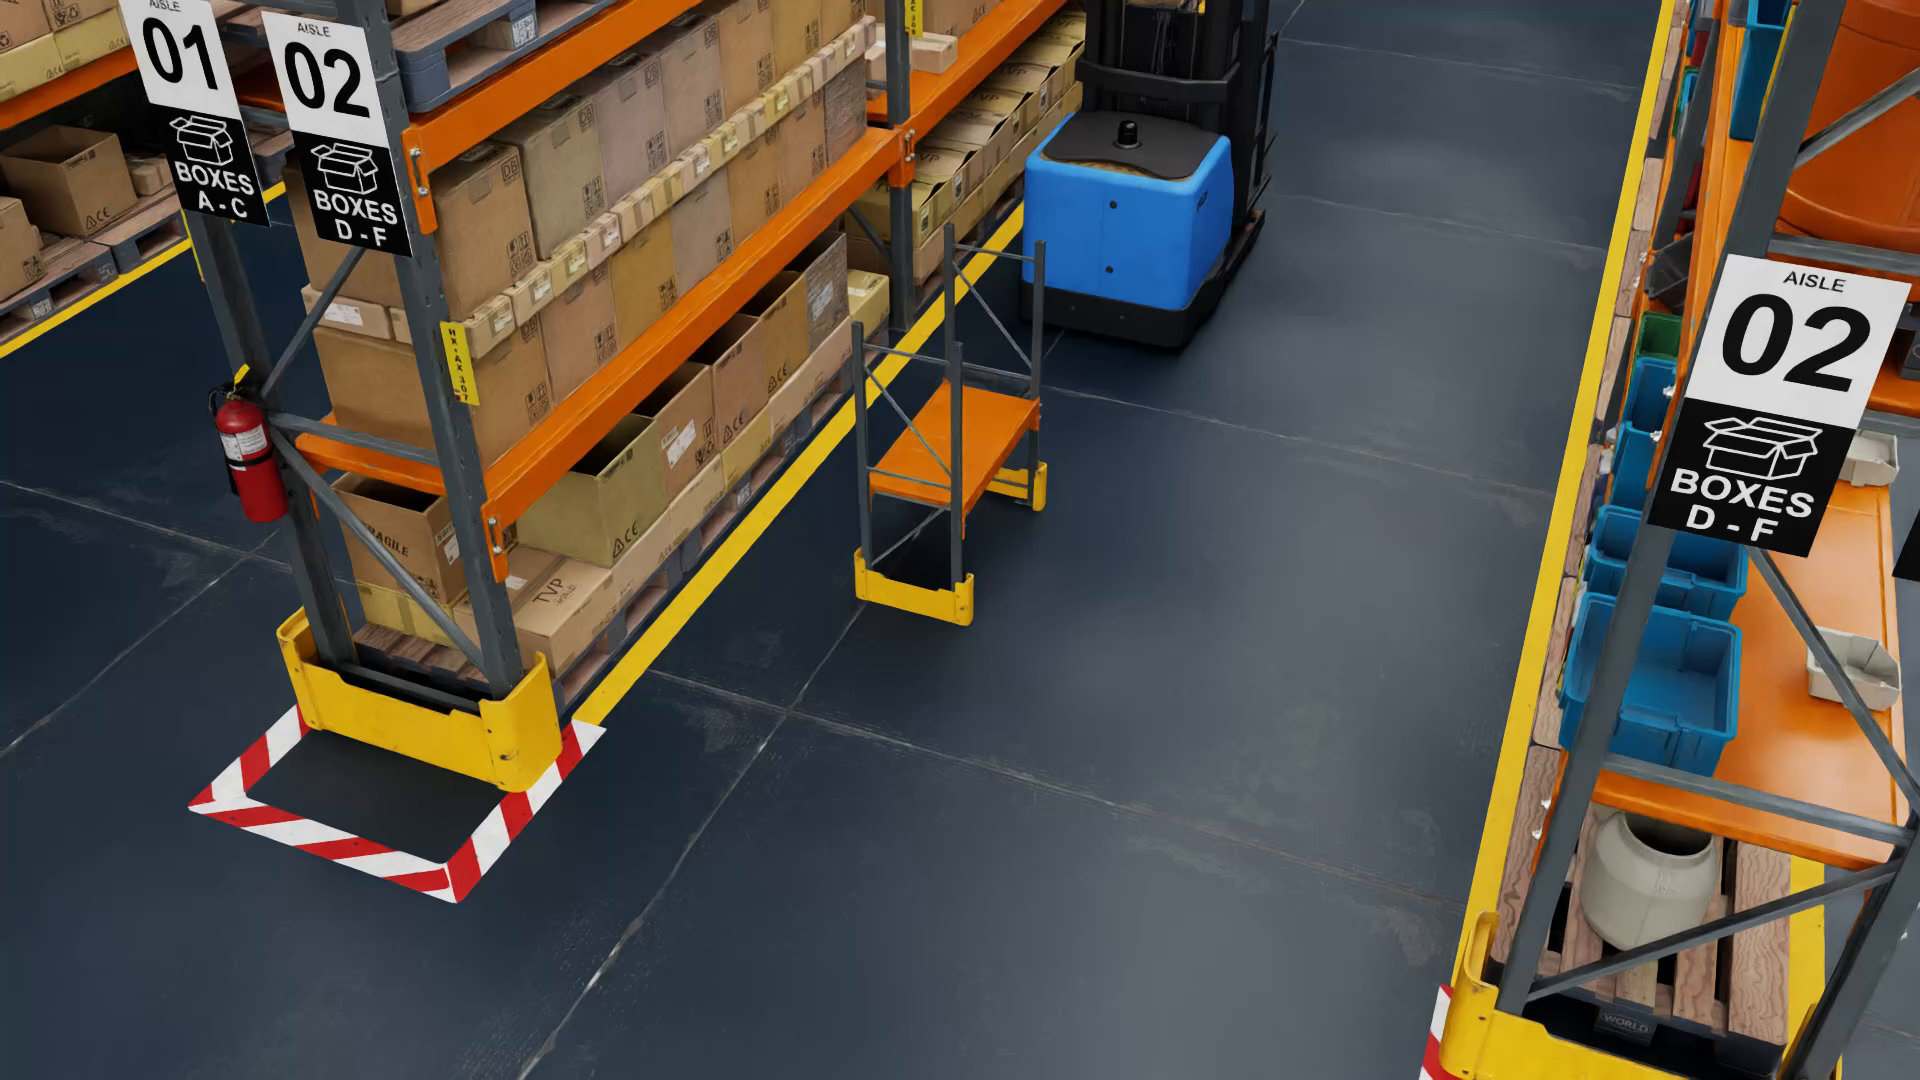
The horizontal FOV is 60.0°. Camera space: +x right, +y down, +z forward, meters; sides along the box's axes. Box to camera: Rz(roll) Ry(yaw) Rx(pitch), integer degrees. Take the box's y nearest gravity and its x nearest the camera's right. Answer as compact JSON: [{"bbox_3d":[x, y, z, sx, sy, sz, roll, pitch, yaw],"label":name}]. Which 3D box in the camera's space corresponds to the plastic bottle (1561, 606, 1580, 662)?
[{"bbox_3d":[2.710,0.419,7.192,0.152,0.276,0.135,14,39,18],"label":"plastic bottle"}]

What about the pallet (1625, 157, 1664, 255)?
[{"bbox_3d":[5.009,-2.138,11.035,1.003,0.211,1.213,14,39,18],"label":"pallet"}]

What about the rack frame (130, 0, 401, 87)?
[{"bbox_3d":[-2.284,-2.779,4.553,1.000,3.000,0.127,14,39,18],"label":"rack frame"}]

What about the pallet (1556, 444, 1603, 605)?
[{"bbox_3d":[3.523,0.019,8.149,1.003,0.211,1.213,14,39,18],"label":"pallet"}]

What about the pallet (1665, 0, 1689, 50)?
[{"bbox_3d":[6.529,-4.355,14.001,1.003,0.211,1.213,14,39,18],"label":"pallet"}]

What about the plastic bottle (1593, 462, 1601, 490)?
[{"bbox_3d":[3.214,-0.326,8.252,0.097,0.201,0.097,0,37,0],"label":"plastic bottle"}]

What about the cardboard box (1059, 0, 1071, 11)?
[{"bbox_3d":[0.899,-4.551,13.656,0.500,0.500,0.500,15,39,20],"label":"cardboard box"}]

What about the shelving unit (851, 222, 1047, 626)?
[{"bbox_3d":[-0.029,-0.559,7.846,0.587,1.500,1.083,14,39,18],"label":"shelving unit"}]

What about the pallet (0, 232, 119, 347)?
[{"bbox_3d":[-6.030,-1.542,10.238,1.003,0.211,1.213,14,39,18],"label":"pallet"}]

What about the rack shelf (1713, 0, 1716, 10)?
[{"bbox_3d":[4.579,-3.481,8.598,1.077,0.370,4.000,14,39,18],"label":"rack shelf"}]

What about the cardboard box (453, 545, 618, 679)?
[{"bbox_3d":[-1.874,0.311,7.376,0.500,0.250,0.500,14,39,18],"label":"cardboard box"}]

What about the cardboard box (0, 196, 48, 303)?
[{"bbox_3d":[-5.978,-1.750,9.908,0.700,0.500,0.500,11,38,15],"label":"cardboard box"}]

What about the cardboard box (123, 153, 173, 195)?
[{"bbox_3d":[-5.520,-2.455,11.130,0.380,0.166,0.250,9,38,12],"label":"cardboard box"}]

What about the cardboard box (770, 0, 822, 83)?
[{"bbox_3d":[-1.116,-2.623,8.188,0.700,0.500,0.500,14,39,18],"label":"cardboard box"}]

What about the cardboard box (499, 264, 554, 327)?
[{"bbox_3d":[-1.837,-0.991,6.546,0.380,0.149,0.250,13,39,17],"label":"cardboard box"}]

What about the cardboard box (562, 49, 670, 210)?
[{"bbox_3d":[-1.688,-1.792,7.076,0.700,0.500,0.500,14,39,18],"label":"cardboard box"}]

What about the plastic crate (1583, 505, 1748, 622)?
[{"bbox_3d":[2.462,0.111,5.822,0.499,0.251,0.408,14,39,18],"label":"plastic crate"}]

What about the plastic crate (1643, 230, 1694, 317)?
[{"bbox_3d":[3.501,-1.174,7.469,0.767,0.338,0.504,14,39,18],"label":"plastic crate"}]

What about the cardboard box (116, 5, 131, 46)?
[{"bbox_3d":[-5.244,-3.333,10.414,0.500,0.250,0.500,14,39,18],"label":"cardboard box"}]

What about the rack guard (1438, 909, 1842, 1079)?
[{"bbox_3d":[2.281,1.703,5.655,1.175,0.500,0.348,14,39,18],"label":"rack guard"}]

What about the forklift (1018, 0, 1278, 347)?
[{"bbox_3d":[1.385,-3.183,10.162,1.130,2.935,3.031,14,39,18],"label":"forklift"}]

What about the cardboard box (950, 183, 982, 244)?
[{"bbox_3d":[-0.183,-2.107,10.611,0.500,0.250,0.500,15,39,19],"label":"cardboard box"}]

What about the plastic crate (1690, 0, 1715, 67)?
[{"bbox_3d":[4.442,-2.875,9.639,0.402,0.464,0.583,14,39,18],"label":"plastic crate"}]

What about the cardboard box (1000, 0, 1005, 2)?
[{"bbox_3d":[0.137,-3.912,10.997,0.500,0.500,0.500,12,38,15],"label":"cardboard box"}]

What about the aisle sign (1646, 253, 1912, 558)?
[{"bbox_3d":[1.994,-0.314,4.095,0.394,0.787,0.004,14,39,18],"label":"aisle sign"}]

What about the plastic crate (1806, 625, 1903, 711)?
[{"bbox_3d":[2.934,0.438,5.480,0.298,0.136,0.250,14,39,18],"label":"plastic crate"}]

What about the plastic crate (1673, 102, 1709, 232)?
[{"bbox_3d":[3.719,-1.823,8.232,0.402,0.464,0.583,14,39,18],"label":"plastic crate"}]

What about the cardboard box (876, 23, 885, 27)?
[{"bbox_3d":[-0.597,-3.065,10.059,0.396,0.266,0.258,13,39,17],"label":"cardboard box"}]

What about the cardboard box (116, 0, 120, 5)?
[{"bbox_3d":[-5.238,-3.633,10.189,0.500,0.500,0.500,14,39,18],"label":"cardboard box"}]

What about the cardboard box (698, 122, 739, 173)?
[{"bbox_3d":[-1.250,-1.840,7.683,0.380,0.149,0.250,15,39,19],"label":"cardboard box"}]

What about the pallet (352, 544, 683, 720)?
[{"bbox_3d":[-2.032,0.308,7.763,1.003,0.211,1.213,14,39,18],"label":"pallet"}]

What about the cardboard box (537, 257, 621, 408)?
[{"bbox_3d":[-1.899,-0.963,7.051,0.700,0.500,0.500,15,39,19],"label":"cardboard box"}]

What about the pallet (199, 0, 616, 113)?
[{"bbox_3d":[-1.991,-1.927,5.993,1.003,0.211,1.213,14,39,18],"label":"pallet"}]

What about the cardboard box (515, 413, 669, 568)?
[{"bbox_3d":[-1.686,-0.266,7.522,0.500,0.500,0.500,14,39,18],"label":"cardboard box"}]

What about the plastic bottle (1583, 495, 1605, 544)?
[{"bbox_3d":[3.055,-0.118,7.849,0.144,0.351,0.185,12,38,16],"label":"plastic bottle"}]

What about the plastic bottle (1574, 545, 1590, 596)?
[{"bbox_3d":[2.893,0.117,7.534,0.144,0.351,0.185,14,39,17],"label":"plastic bottle"}]

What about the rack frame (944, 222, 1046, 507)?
[{"bbox_3d":[0.161,-0.835,8.216,0.500,1.500,0.032,14,39,18],"label":"rack frame"}]

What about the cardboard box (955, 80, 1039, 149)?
[{"bbox_3d":[0.210,-2.905,11.211,0.500,0.311,0.500,15,39,19],"label":"cardboard box"}]

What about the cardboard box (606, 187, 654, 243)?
[{"bbox_3d":[-1.544,-1.416,7.115,0.380,0.149,0.250,13,39,16],"label":"cardboard box"}]

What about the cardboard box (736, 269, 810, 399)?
[{"bbox_3d":[-1.124,-1.099,8.636,0.500,0.500,0.500,14,39,18],"label":"cardboard box"}]

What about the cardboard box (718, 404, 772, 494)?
[{"bbox_3d":[-1.302,-0.519,8.486,0.500,0.250,0.500,14,39,18],"label":"cardboard box"}]

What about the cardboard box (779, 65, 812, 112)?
[{"bbox_3d":[-0.959,-2.263,8.249,0.380,0.149,0.250,14,39,18],"label":"cardboard box"}]

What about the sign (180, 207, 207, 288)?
[{"bbox_3d":[-2.780,-1.066,6.107,0.100,0.325,0.005,14,39,18],"label":"sign"}]

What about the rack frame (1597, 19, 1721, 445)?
[{"bbox_3d":[3.818,-1.460,7.799,1.000,3.000,0.127,14,39,18],"label":"rack frame"}]

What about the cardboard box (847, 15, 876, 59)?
[{"bbox_3d":[-0.667,-2.691,8.821,0.380,0.149,0.250,14,39,18],"label":"cardboard box"}]

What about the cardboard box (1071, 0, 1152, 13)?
[{"bbox_3d":[1.198,-4.167,13.141,0.500,0.500,0.500,15,39,20],"label":"cardboard box"}]

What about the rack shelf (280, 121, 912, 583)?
[{"bbox_3d":[-1.523,-1.195,8.046,1.077,0.370,4.000,14,39,18],"label":"rack shelf"}]

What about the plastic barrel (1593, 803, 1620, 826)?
[{"bbox_3d":[2.666,0.924,6.338,0.421,0.512,0.421,0,37,0],"label":"plastic barrel"}]

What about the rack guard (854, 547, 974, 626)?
[{"bbox_3d":[-0.218,0.218,7.851,0.587,0.250,0.087,14,39,18],"label":"rack guard"}]

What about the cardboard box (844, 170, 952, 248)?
[{"bbox_3d":[-0.374,-2.054,10.071,0.500,0.311,0.500,14,39,18],"label":"cardboard box"}]

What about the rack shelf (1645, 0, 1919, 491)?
[{"bbox_3d":[3.057,-1.266,5.635,1.077,0.370,4.000,14,39,18],"label":"rack shelf"}]

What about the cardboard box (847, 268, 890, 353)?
[{"bbox_3d":[-0.736,-1.351,9.599,0.500,0.250,0.500,14,39,18],"label":"cardboard box"}]

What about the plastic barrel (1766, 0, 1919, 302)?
[{"bbox_3d":[2.363,-1.085,4.083,0.600,0.830,0.708,14,39,18],"label":"plastic barrel"}]

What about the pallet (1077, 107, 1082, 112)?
[{"bbox_3d":[0.411,-3.241,12.512,1.003,0.211,1.213,14,39,18],"label":"pallet"}]

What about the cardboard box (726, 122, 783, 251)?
[{"bbox_3d":[-1.314,-1.813,8.188,0.700,0.500,0.500,14,39,18],"label":"cardboard box"}]

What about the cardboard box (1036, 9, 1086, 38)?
[{"bbox_3d":[0.789,-3.750,12.341,0.500,0.311,0.500,15,39,19],"label":"cardboard box"}]

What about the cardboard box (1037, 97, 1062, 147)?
[{"bbox_3d":[0.399,-2.961,11.754,0.500,0.250,0.500,15,39,19],"label":"cardboard box"}]

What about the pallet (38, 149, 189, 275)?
[{"bbox_3d":[-5.567,-2.220,11.145,1.003,0.211,1.213,14,39,18],"label":"pallet"}]

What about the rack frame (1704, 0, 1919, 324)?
[{"bbox_3d":[2.296,-1.648,3.040,1.000,3.000,0.127,14,39,18],"label":"rack frame"}]
